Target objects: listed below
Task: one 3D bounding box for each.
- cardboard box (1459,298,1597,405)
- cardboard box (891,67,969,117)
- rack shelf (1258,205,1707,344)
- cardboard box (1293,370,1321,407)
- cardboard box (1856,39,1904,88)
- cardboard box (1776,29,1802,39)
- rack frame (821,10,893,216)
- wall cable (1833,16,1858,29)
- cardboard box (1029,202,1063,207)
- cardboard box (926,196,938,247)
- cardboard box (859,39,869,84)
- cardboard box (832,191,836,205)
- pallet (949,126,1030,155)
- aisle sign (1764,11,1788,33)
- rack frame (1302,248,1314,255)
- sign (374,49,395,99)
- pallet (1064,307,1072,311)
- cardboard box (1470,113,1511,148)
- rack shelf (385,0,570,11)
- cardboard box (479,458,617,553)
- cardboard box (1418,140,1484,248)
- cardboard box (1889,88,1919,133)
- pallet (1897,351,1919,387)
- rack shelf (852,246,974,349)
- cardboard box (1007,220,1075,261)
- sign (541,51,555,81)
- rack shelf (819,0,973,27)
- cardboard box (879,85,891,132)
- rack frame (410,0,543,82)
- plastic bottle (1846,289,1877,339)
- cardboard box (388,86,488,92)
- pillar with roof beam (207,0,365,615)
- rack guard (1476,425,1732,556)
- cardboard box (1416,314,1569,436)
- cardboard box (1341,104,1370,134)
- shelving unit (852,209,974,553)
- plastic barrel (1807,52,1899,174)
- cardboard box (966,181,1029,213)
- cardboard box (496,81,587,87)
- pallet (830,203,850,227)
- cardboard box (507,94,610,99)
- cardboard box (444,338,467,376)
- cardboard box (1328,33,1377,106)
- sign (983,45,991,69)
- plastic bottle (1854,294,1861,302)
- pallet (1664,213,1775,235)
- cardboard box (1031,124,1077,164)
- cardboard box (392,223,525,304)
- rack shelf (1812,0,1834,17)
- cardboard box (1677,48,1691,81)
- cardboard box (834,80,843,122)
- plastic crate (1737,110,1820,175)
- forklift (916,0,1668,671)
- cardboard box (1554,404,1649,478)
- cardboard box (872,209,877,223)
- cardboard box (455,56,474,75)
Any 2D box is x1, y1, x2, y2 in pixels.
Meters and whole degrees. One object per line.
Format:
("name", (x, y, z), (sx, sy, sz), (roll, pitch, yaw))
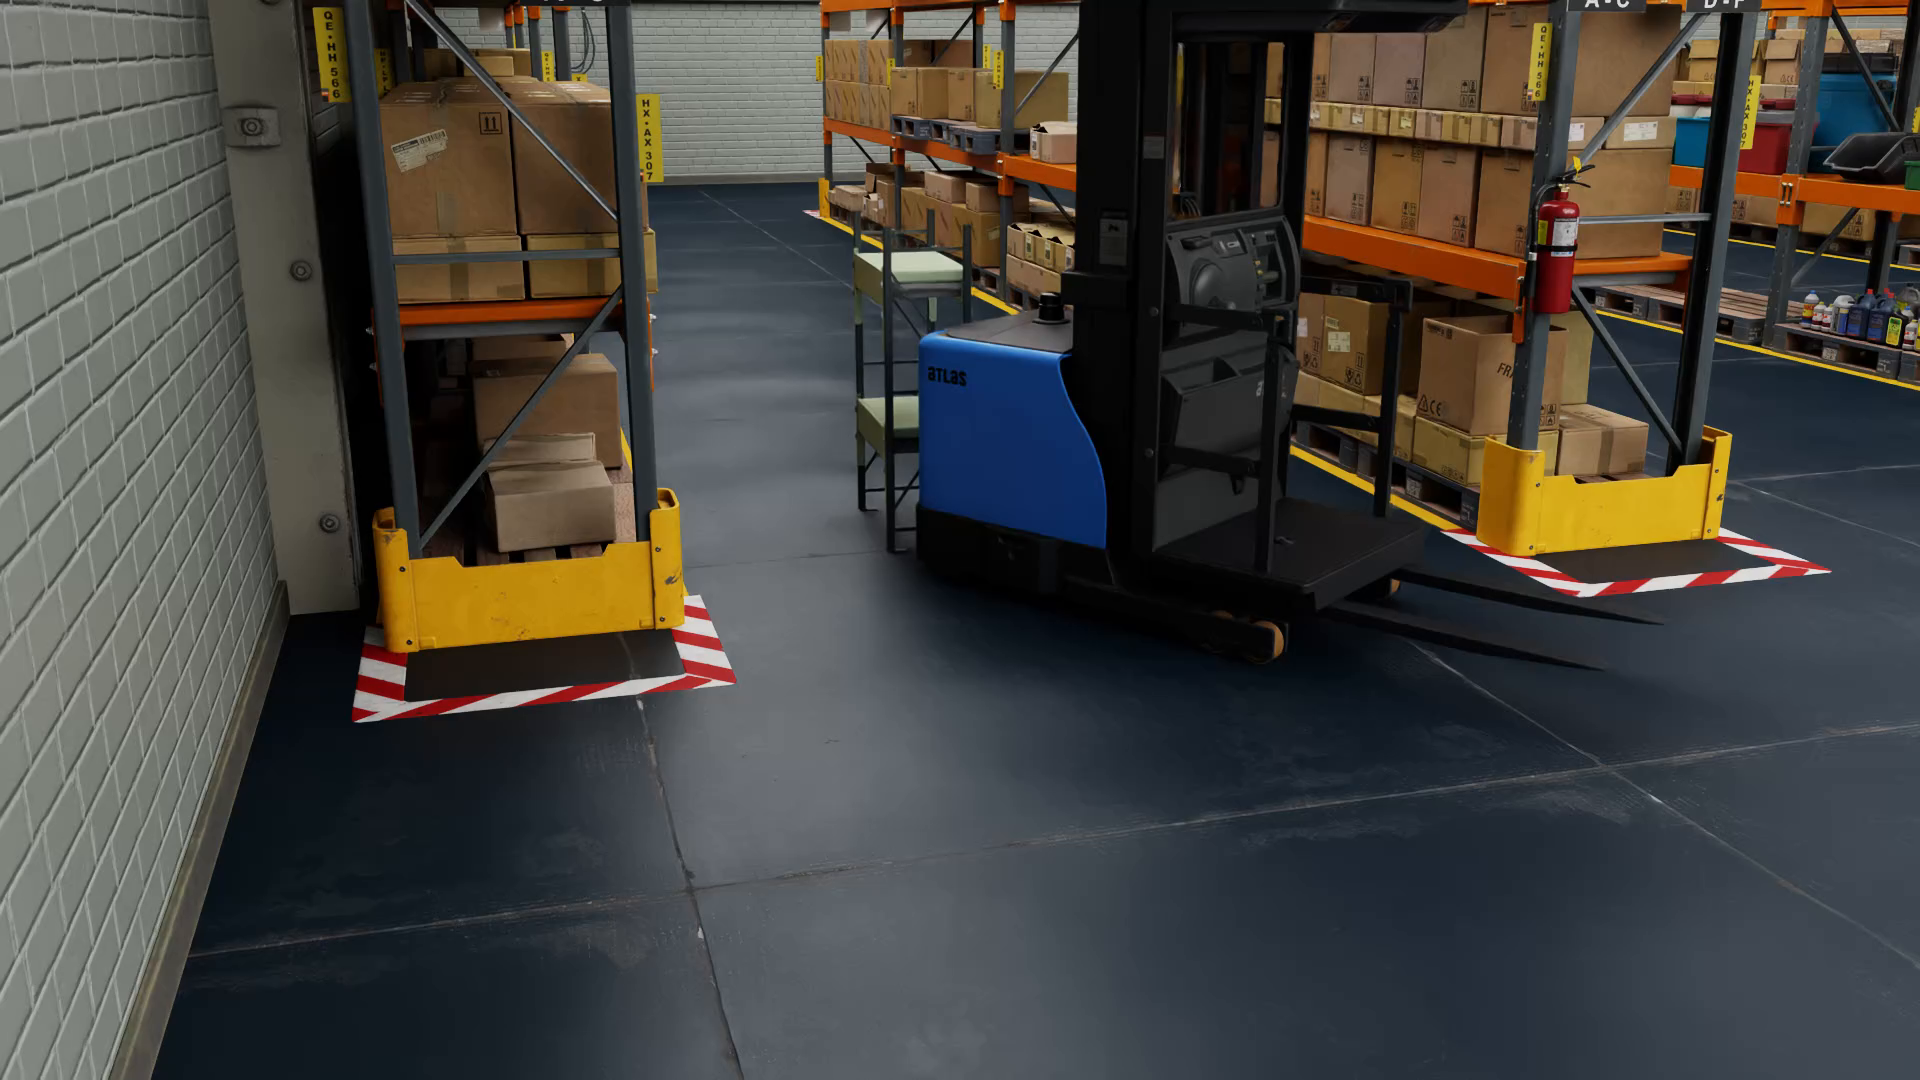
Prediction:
("cardboard box", (2.986, -1.004, 8.828), (0.500, 0.500, 0.500), (-5, 17, -15))
("cardboard box", (-0.324, -4.877, 18.069), (0.700, 0.500, 0.500), (-12, 20, -34))
("rack shelf", (2.510, -1.666, 9.534), (1.077, 0.370, 4.000), (-5, 17, -15))
("cardboard box", (2.204, -0.880, 9.718), (0.500, 0.250, 0.500), (-5, 17, -15))
("cardboard box", (10.201, -5.184, 18.078), (0.797, 0.503, 0.637), (-4, 17, -13))
("cardboard box", (12.853, -7.553, 25.454), (0.500, 0.500, 0.500), (-5, 17, -16))
("rack frame", (-1.338, -5.883, 22.322), (1.000, 3.000, 0.127), (-5, 17, -15))
("wall cable", (17.505, -9.608, 32.958), (0.588, 1.984, 0.122), (-5, 17, -15))
("cardboard box", (0.728, -3.115, 16.690), (0.500, 0.500, 0.500), (-5, 17, -16))
("cardboard box", (-0.053, -3.351, 17.475), (0.500, 0.500, 0.500), (-4, 17, -15))
("cardboard box", (-0.908, -5.703, 19.813), (0.500, 0.500, 0.500), (-5, 17, -15))
("cardboard box", (-1.485, -4.524, 21.960), (0.380, 0.166, 0.250), (-5, 17, -15))
("pallet", (0.607, -3.760, 15.588), (1.213, 0.211, 1.003), (-5, 17, -15))
("aisle sign", (12.676, -8.271, 25.753), (0.394, 0.787, 0.004), (-5, 17, -15))
("rack frame", (1.960, -2.563, 11.272), (1.000, 3.000, 0.127), (-5, 17, -15))
("sign", (-3.335, -2.680, 9.649), (0.100, 0.325, 0.005), (-5, 17, -15))
("pallet", (1.381, -1.767, 13.467), (1.003, 0.211, 1.213), (-5, 17, -15))
("cardboard box", (2.698, -1.978, 8.023), (0.380, 0.149, 0.250), (-4, 17, -14))
("rack shelf", (-2.252, -2.710, 7.795), (1.077, 0.370, 4.000), (-5, 17, -15))
("cardboard box", (-1.806, -0.186, 7.265), (0.500, 0.311, 0.500), (-7, 18, -22))
("cardboard box", (2.794, -1.780, 8.490), (0.700, 0.500, 0.500), (-4, 17, -14))
("cardboard box", (10.013, -4.617, 17.934), (0.500, 0.500, 0.500), (-4, 17, -14))
("pallet", (7.207, -1.091, 11.218), (1.003, 0.211, 1.213), (-5, 17, -15))
("rack shelf", (-0.232, -1.152, 7.825), (0.431, 0.370, 0.720), (-4, 17, -13))
("cardboard box", (0.722, -2.655, 14.650), (0.500, 0.311, 0.500), (-4, 17, -13))
("sign", (-3.382, -3.839, 13.644), (0.100, 0.325, 0.005), (-5, 17, -15))
("rack shelf", (-0.788, -6.422, 20.152), (1.077, 0.370, 4.000), (-5, 17, -15))
("cardboard box", (-0.623, -4.942, 19.017), (0.500, 0.500, 0.500), (-4, 17, -14))
("rack frame", (-3.901, -3.277, 13.648), (1.000, 3.000, 0.127), (-5, 17, -15))
("plastic bottle", (6.546, -1.640, 12.037), (0.144, 0.351, 0.185), (-4, 17, -14))
("cardboard box", (-2.604, -2.039, 8.450), (0.500, 0.500, 0.500), (-4, 17, -14))
("pillar with roof beam", (1.412, -4.403, 6.968), (9.100, 9.000, 0.400), (-5, 17, -15))
("rack guard", (3.066, -0.253, 7.926), (1.175, 0.500, 0.348), (-5, 17, -15))
("cardboard box", (2.626, -0.825, 8.231), (0.500, 0.500, 0.500), (-5, 17, -15))
("cardboard box", (2.343, -2.335, 9.210), (0.380, 0.149, 0.250), (-5, 17, -16))
("shelving unit", (-0.232, -0.779, 7.937), (0.431, 1.500, 0.755), (-4, 17, -13))
("plastic barrel", (6.909, -3.325, 12.935), (0.600, 0.901, 0.708), (-5, 17, -15))
("cardboard box", (0.358, -3.298, 15.994), (0.500, 0.250, 0.500), (-4, 17, -13))
("cardboard box", (-2.375, -2.361, 9.521), (0.500, 0.500, 0.500), (-5, 17, -15))
("pallet", (-1.097, -4.306, 21.919), (1.003, 0.211, 1.213), (-5, 17, -15))
("cardboard box", (-1.671, -1.654, 7.168), (0.500, 0.500, 0.500), (-5, 17, -15))
("cardboard box", (-3.020, -1.387, 10.934), (0.700, 0.500, 0.500), (-4, 17, -13))
("cardboard box", (2.502, -2.694, 9.277), (0.700, 0.500, 0.500), (-5, 17, -15))
("sign", (0.294, -5.376, 18.621), (0.100, 0.325, 0.005), (-5, 17, -15))
("plastic bottle", (6.607, -1.662, 12.229), (0.061, 0.283, 0.133), (-5, 17, -15))
("pallet", (9.572, -4.015, 20.953), (1.003, 0.211, 1.213), (-5, 17, -15))
("cardboard box", (0.920, -3.364, 14.093), (0.500, 0.311, 0.500), (-5, 17, -16))
("cardboard box", (-2.018, -1.116, 6.679), (0.500, 0.250, 0.500), (-4, 17, -14))
("rack shelf", (7.273, -3.493, 10.402), (1.077, 0.370, 4.000), (-5, 17, -15))
("cardboard box", (9.401, -6.141, 21.622), (0.500, 0.500, 0.500), (-5, 17, -15))
("cardboard box", (-1.323, -5.645, 21.356), (0.500, 0.500, 0.500), (-5, 17, -16))
("plastic crate", (6.296, -3.094, 12.928), (0.402, 0.464, 0.583), (-5, 17, -15))
("forklift", (1.260, -1.098, 6.514), (3.031, 2.935, 1.130), (13, 21, 38))
("cardboard box", (3.126, -0.507, 8.476), (0.500, 0.250, 0.500), (-5, 17, -15))
("cardboard box", (-0.829, -3.856, 19.765), (0.380, 0.149, 0.250), (-5, 17, -15))
("cardboard box", (-3.778, -3.753, 13.167), (0.380, 0.149, 0.250), (-7, 18, -22))
